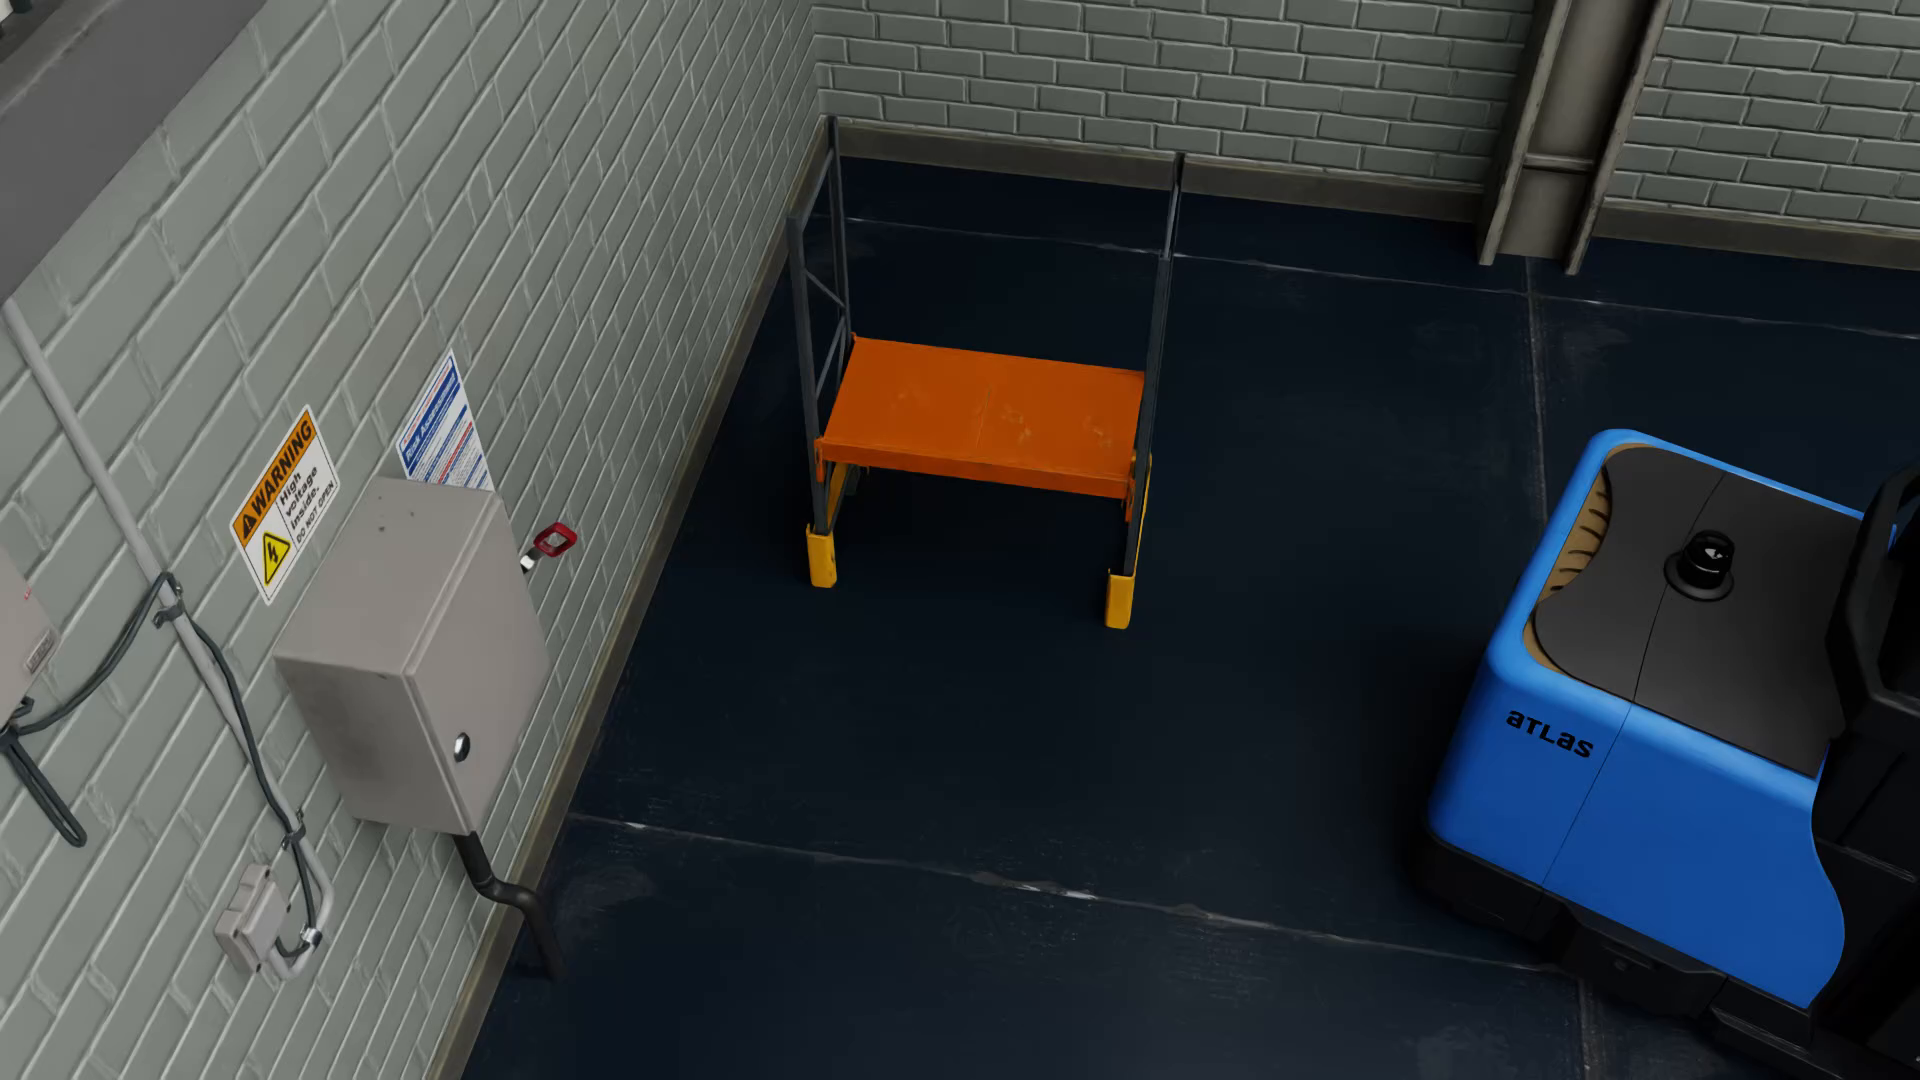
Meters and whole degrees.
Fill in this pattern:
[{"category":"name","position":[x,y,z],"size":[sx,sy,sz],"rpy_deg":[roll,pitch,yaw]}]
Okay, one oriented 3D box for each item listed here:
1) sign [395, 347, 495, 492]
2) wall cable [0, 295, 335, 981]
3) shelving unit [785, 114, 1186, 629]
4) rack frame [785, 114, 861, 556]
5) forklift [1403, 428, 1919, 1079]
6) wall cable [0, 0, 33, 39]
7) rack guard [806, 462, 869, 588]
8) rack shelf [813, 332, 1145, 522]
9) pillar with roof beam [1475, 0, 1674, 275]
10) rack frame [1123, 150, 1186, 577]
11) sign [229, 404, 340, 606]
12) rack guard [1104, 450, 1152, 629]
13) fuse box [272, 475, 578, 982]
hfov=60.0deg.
[{"category":"sign","position":[-1.212,-0.164,3.945],"size":[0.001,0.494,0.329],"rpy_deg":[8,49,7]},{"category":"wall cable","position":[-1.373,0.332,2.752],"size":[0.122,1.984,0.588],"rpy_deg":[8,49,7]},{"category":"shelving unit","position":[0.075,-0.491,5.183],"size":[1.083,1.500,0.587],"rpy_deg":[8,49,7]},{"category":"rack frame","position":[-0.416,-0.557,5.242],"size":[0.032,1.500,0.500],"rpy_deg":[8,49,7]},{"category":"forklift","position":[2.813,0.277,3.530],"size":[3.031,2.935,1.130],"rpy_deg":[24,52,20]},{"category":"wall cable","position":[-1.039,-2.708,2.108],"size":[0.133,3.039,2.988],"rpy_deg":[8,49,7]},{"category":"rack guard","position":[-0.415,-0.139,5.707],"size":[0.087,0.250,0.587],"rpy_deg":[8,49,7]},{"category":"rack shelf","position":[0.084,-0.370,5.316],"size":[1.000,0.185,0.538],"rpy_deg":[8,49,7]},{"category":"pillar with roof beam","position":[1.560,-1.064,0.656],"size":[0.400,9.000,9.100],"rpy_deg":[8,49,7]},{"category":"rack frame","position":[0.584,-0.423,5.122],"size":[0.032,1.500,0.500],"rpy_deg":[8,49,7]},{"category":"sign","position":[-1.310,-0.070,3.241],"size":[0.001,0.242,0.339],"rpy_deg":[8,49,7]},{"category":"rack guard","position":[0.565,-0.008,5.589],"size":[0.087,0.250,0.587],"rpy_deg":[8,49,7]},{"category":"fuse box","position":[-1.096,0.624,4.039],"size":[0.414,1.711,0.539],"rpy_deg":[8,49,7]}]
